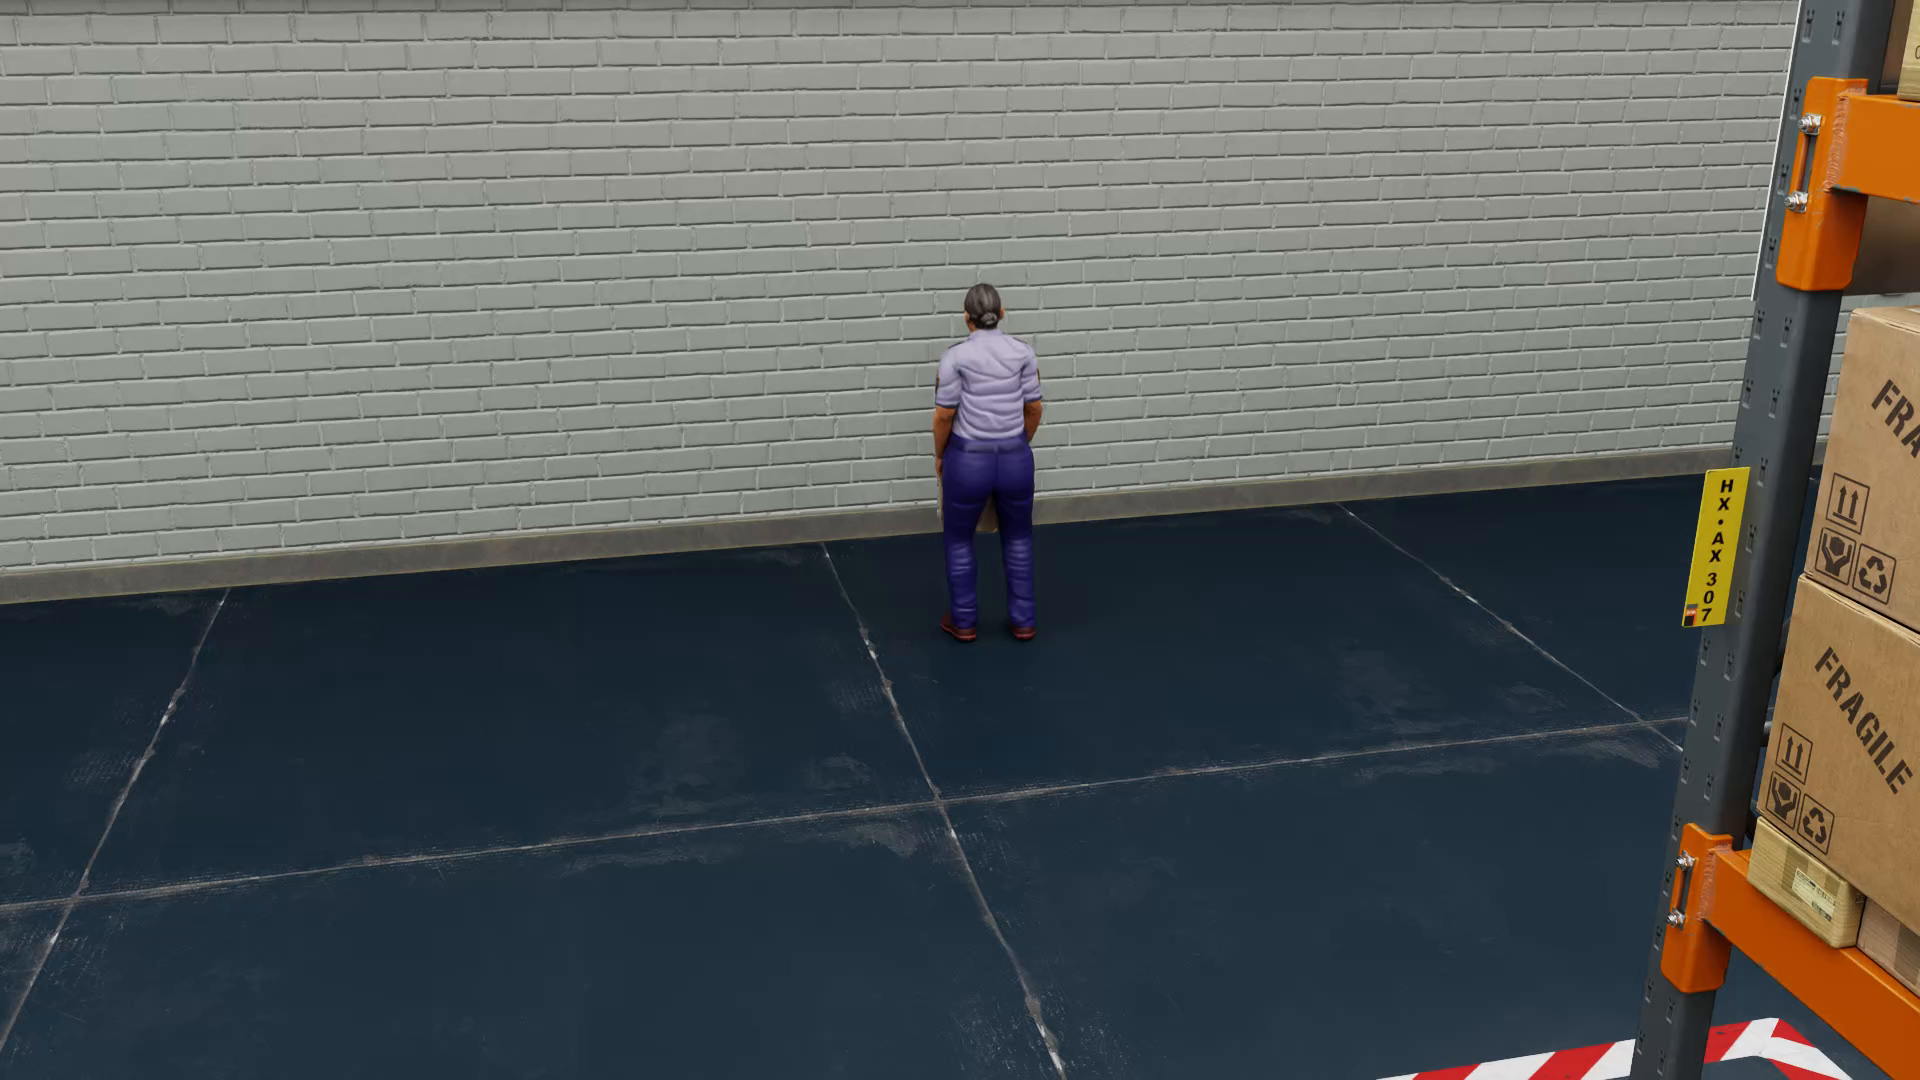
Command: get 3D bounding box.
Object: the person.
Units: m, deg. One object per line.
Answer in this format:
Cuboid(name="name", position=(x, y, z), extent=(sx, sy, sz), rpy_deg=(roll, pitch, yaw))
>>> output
Cuboid(name="person", position=(0.122, -0.338, 7.518), extent=(0.517, 1.656, 0.421), rpy_deg=(-5, 20, -14))
